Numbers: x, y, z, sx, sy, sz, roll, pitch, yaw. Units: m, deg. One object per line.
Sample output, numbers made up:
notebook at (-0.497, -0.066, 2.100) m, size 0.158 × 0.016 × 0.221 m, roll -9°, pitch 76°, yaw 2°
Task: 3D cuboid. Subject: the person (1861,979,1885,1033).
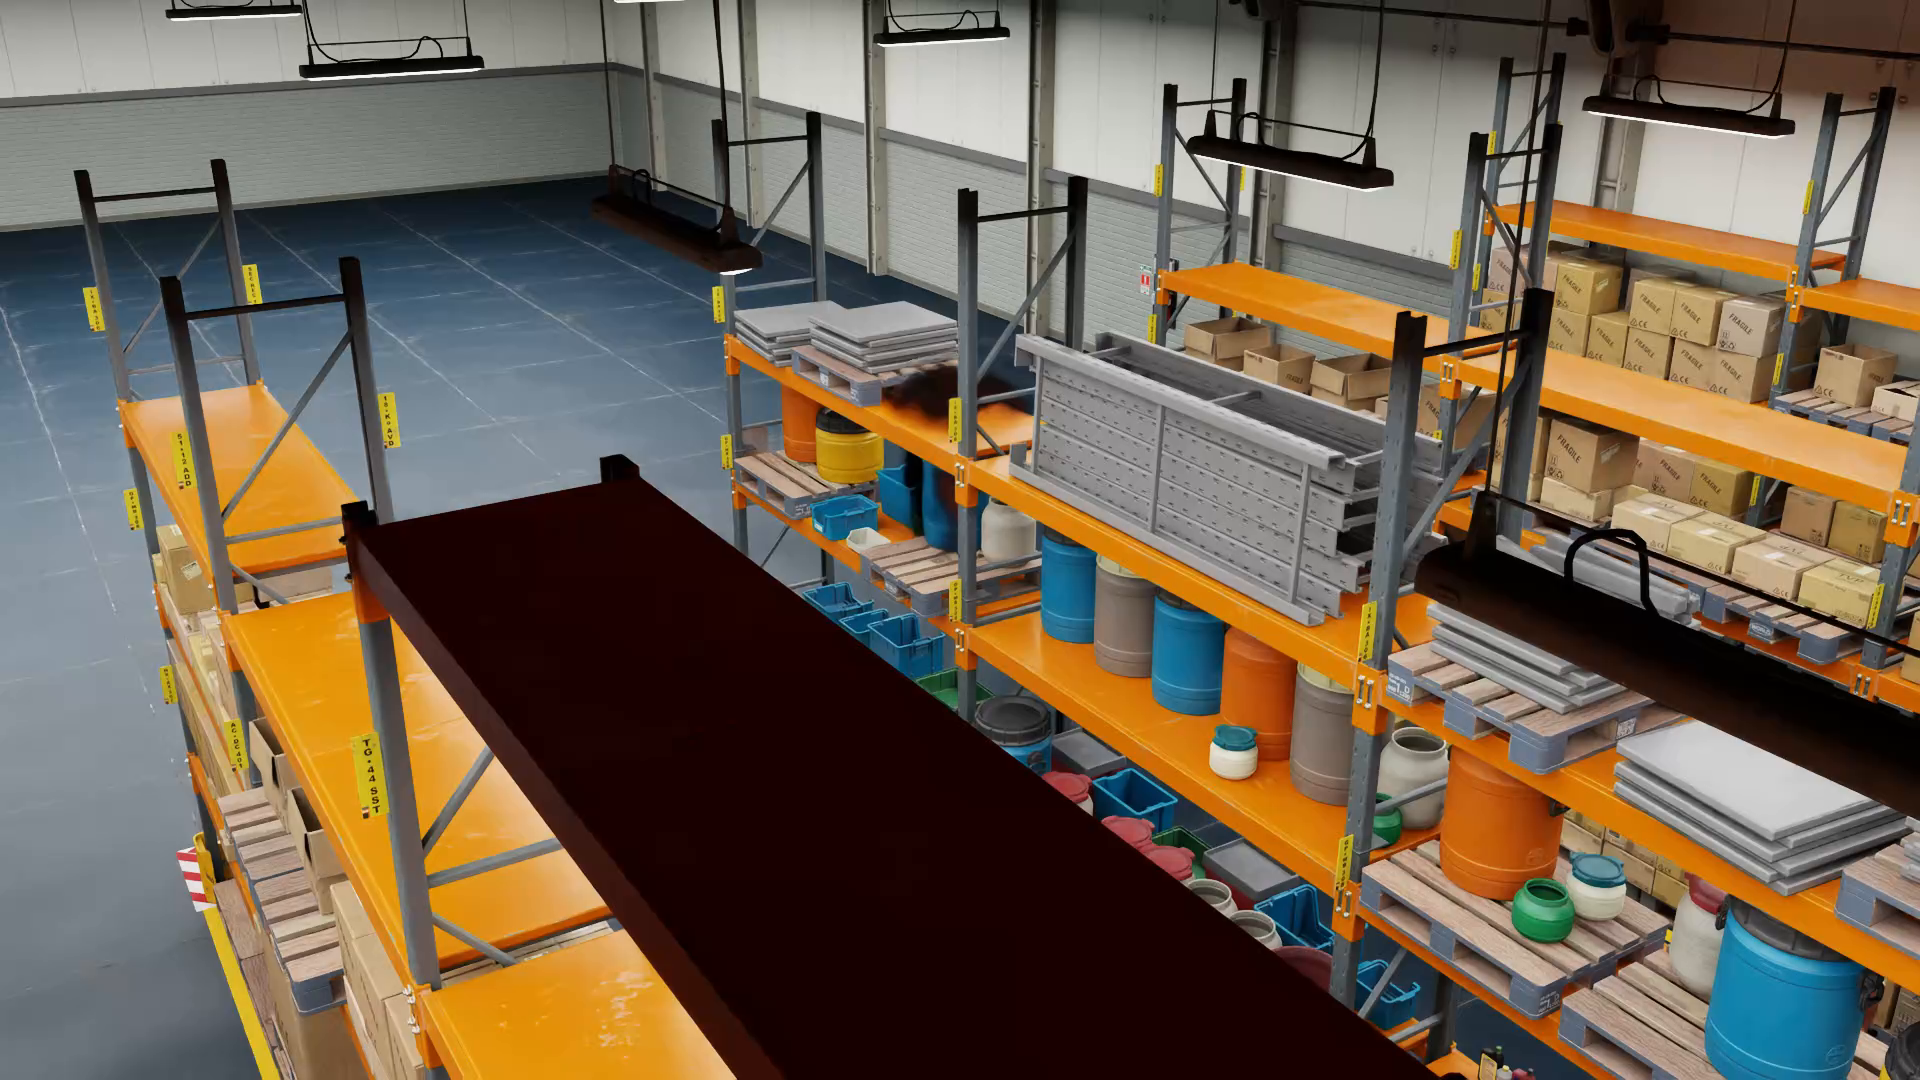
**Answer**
person at (5.781, 3.157, 11.160) m, size 0.554 × 1.783 × 0.603 m, roll -10°, pitch 24°, yaw -23°
